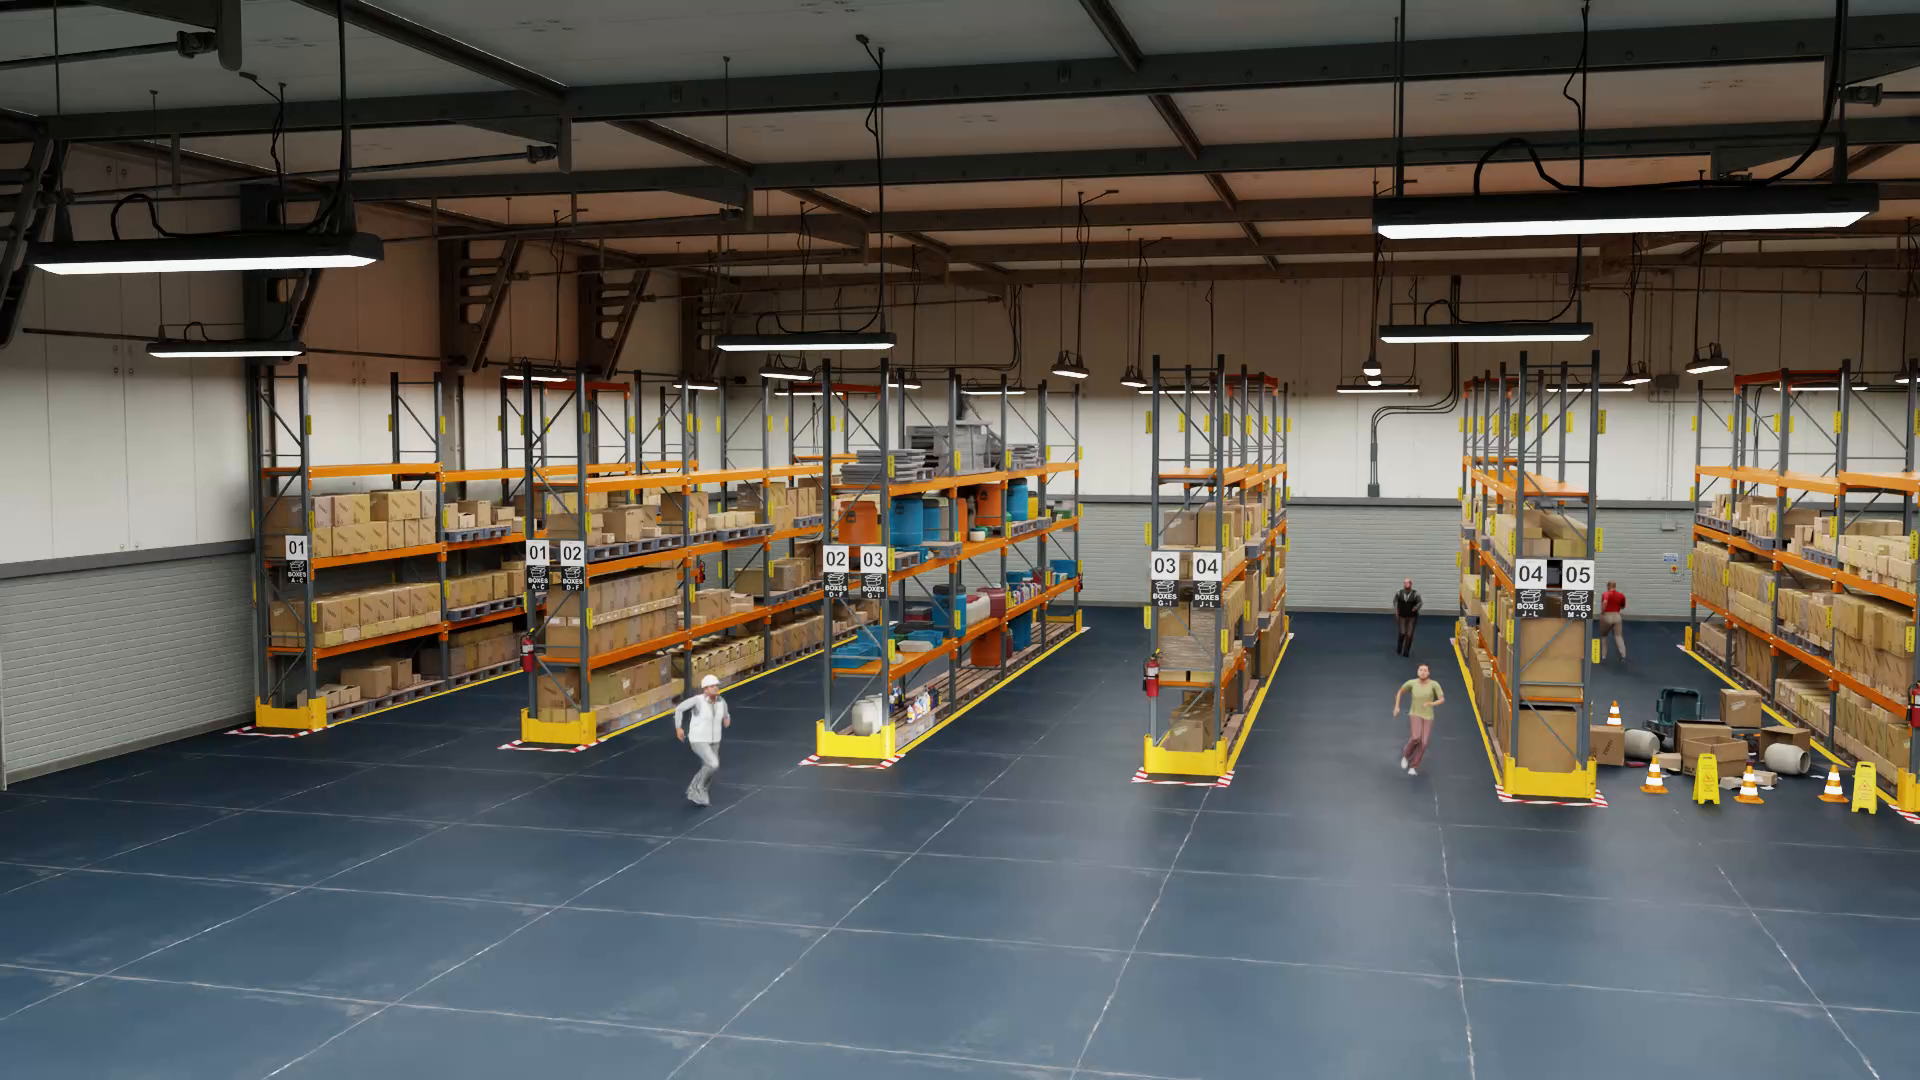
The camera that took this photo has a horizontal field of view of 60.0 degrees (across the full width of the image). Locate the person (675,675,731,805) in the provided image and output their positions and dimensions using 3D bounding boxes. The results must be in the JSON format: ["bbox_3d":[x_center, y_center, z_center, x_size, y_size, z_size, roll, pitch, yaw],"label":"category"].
[{"bbox_3d":[-3.316,2.615,21.726,0.688,1.724,0.780,-4,6,-45],"label":"person"}]

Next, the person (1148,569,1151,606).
[{"bbox_3d":[5.030,1.221,42.344,0.606,1.744,0.656,3,5,36],"label":"person"}]

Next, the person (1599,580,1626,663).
[{"bbox_3d":[13.654,1.727,34.805,0.641,1.768,0.915,0,4,-4],"label":"person"}]

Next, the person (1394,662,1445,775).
[{"bbox_3d":[6.585,2.559,23.798,0.666,1.627,0.579,0,4,3],"label":"person"}]

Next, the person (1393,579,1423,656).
[{"bbox_3d":[9.661,1.682,35.900,0.646,1.690,0.584,1,4,18],"label":"person"}]
